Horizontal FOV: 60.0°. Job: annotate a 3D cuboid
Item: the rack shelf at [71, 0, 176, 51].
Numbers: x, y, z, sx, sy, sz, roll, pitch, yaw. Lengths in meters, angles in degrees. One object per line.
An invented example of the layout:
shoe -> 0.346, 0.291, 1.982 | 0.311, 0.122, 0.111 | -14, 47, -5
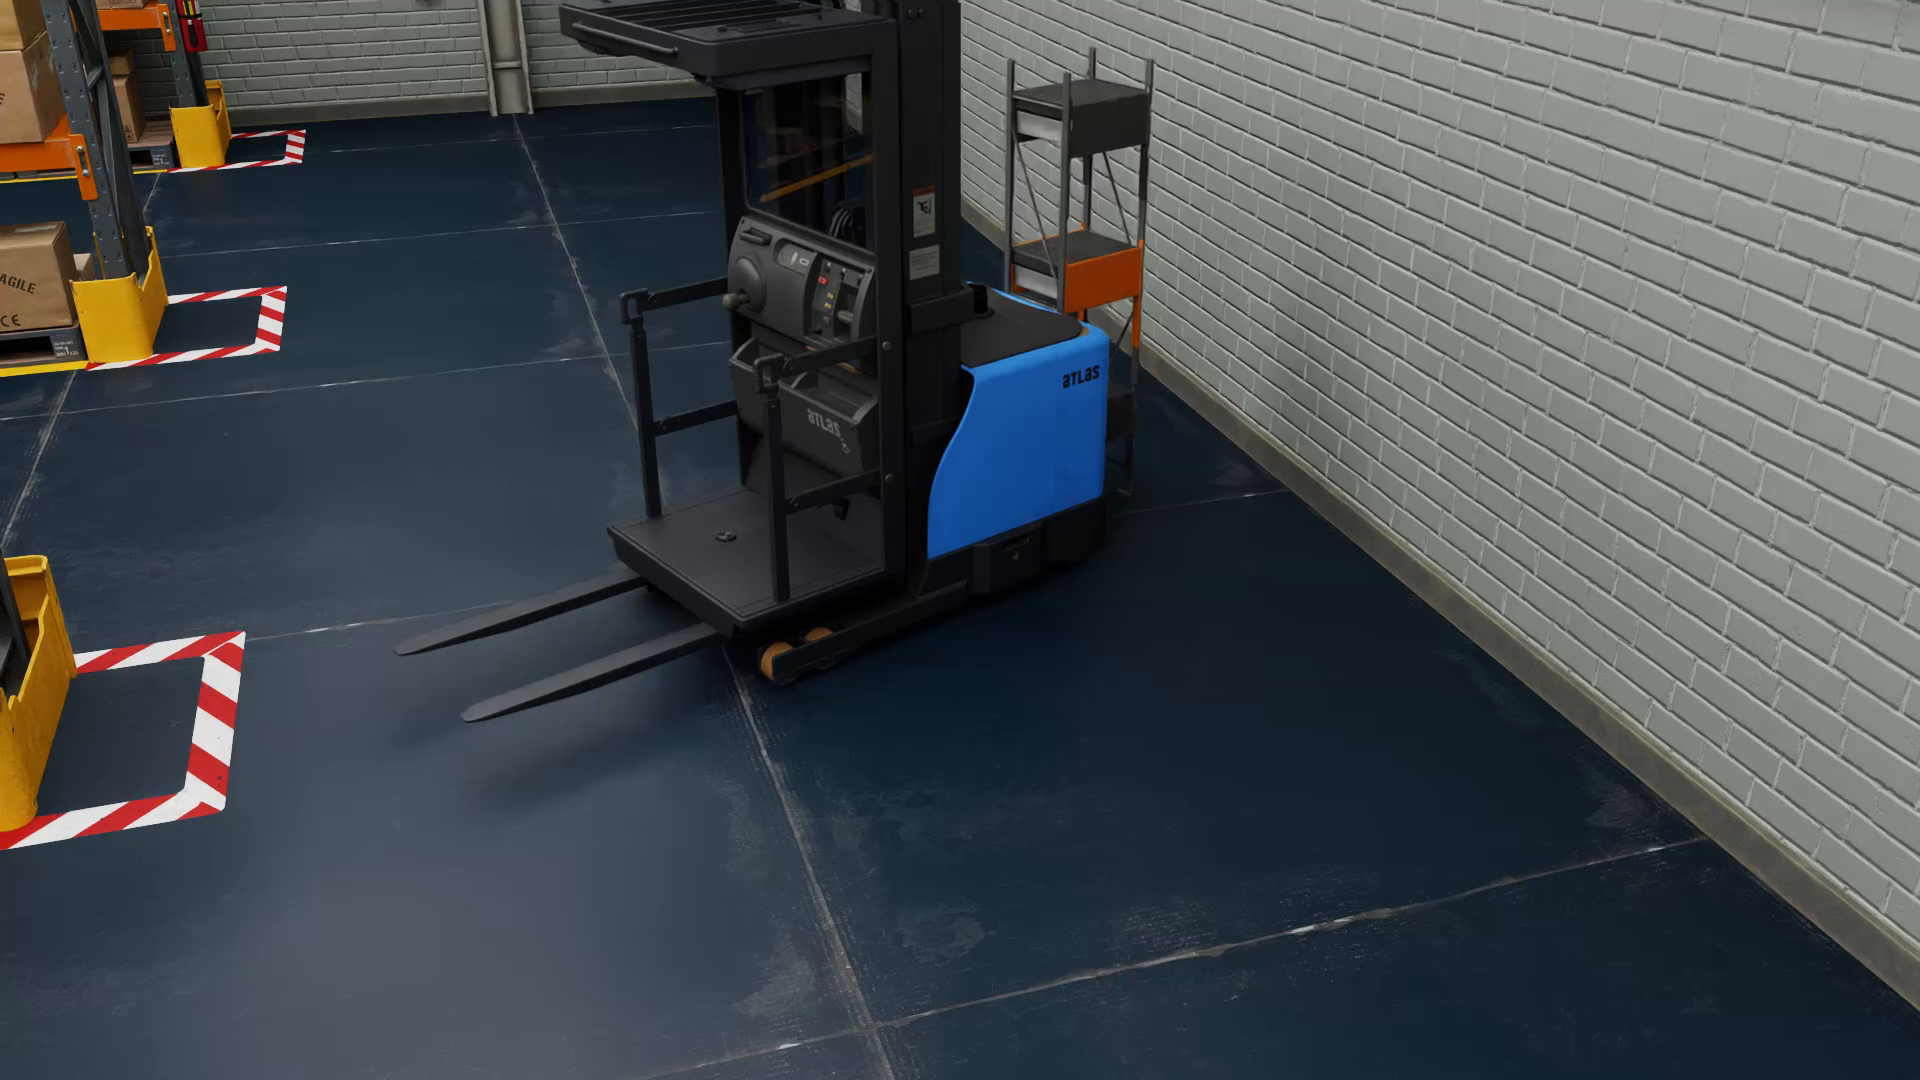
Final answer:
rack shelf -> -8.542, -4.156, 13.558 | 4.000, 0.370, 1.077 | -8, 28, -16

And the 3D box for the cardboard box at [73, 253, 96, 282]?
cardboard box -> -5.607, -1.668, 10.447 | 0.250, 0.149, 0.380 | -8, 28, -16

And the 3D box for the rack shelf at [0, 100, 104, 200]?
rack shelf -> -7.004, -2.062, 9.340 | 4.000, 0.370, 1.077 | -8, 28, -16

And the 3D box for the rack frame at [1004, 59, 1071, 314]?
rack frame -> 0.336, -1.087, 7.578 | 0.015, 2.100, 0.400 | -20, 33, -34

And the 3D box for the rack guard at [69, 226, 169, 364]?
rack guard -> -5.175, -1.530, 10.269 | 0.348, 0.500, 1.175 | -8, 28, -16

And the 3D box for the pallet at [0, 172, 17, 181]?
pallet -> -8.534, -3.195, 13.949 | 1.213, 0.211, 1.003 | -8, 28, -16

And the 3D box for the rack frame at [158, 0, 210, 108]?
rack frame -> -6.640, -4.754, 13.952 | 0.127, 3.000, 1.000 | -8, 28, -16

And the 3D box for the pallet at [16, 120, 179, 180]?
pallet -> -7.376, -3.362, 14.284 | 1.213, 0.211, 1.003 | -8, 28, -16

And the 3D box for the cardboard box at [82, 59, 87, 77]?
cardboard box -> -7.340, -3.879, 13.800 | 0.250, 0.149, 0.380 | -9, 28, -17

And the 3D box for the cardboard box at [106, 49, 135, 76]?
cardboard box -> -7.218, -4.076, 14.196 | 0.250, 0.149, 0.380 | -8, 28, -16

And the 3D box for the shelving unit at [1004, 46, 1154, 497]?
shelving unit -> 0.526, -1.155, 7.716 | 0.503, 2.100, 0.431 | -20, 33, -34

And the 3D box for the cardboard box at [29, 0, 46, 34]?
cardboard box -> -5.606, -3.203, 9.591 | 0.500, 0.500, 0.500 | -7, 27, -15

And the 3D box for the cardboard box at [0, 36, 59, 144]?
cardboard box -> -5.444, -2.528, 9.356 | 0.500, 0.500, 0.500 | -7, 27, -15

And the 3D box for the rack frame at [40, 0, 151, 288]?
rack frame -> -5.103, -2.660, 9.734 | 0.127, 3.000, 1.000 | -8, 28, -16

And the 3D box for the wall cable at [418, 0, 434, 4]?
wall cable -> -5.716, -5.785, 14.887 | 1.851, 1.984, 0.084 | -8, 28, -16

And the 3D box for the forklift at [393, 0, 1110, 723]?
forklift -> -0.801, -1.003, 6.473 | 3.031, 2.935, 1.130 | -20, 33, -34

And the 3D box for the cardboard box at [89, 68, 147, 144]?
cardboard box -> -7.275, -3.684, 14.135 | 0.500, 0.500, 0.700 | -8, 28, -16

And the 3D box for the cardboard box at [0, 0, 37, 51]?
cardboard box -> -5.441, -2.975, 9.132 | 0.500, 0.500, 0.500 | -8, 28, -17

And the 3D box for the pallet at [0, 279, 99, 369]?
pallet -> -5.933, -1.290, 10.112 | 1.213, 0.211, 1.003 | -8, 28, -16

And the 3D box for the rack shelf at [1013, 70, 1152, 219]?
rack shelf -> 0.526, -1.770, 7.411 | 0.480, 0.518, 0.431 | -20, 33, -34

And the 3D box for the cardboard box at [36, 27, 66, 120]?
cardboard box -> -5.606, -2.755, 9.814 | 0.500, 0.500, 0.500 | -8, 27, -15

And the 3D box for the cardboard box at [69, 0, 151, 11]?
cardboard box -> -7.122, -4.814, 13.736 | 0.700, 0.700, 0.980 | -7, 27, -14

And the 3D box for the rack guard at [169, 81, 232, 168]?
rack guard -> -6.617, -3.638, 14.515 | 0.348, 0.500, 1.175 | -8, 28, -16

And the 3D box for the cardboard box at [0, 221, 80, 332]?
cardboard box -> -5.543, -1.558, 9.832 | 0.500, 0.500, 0.500 | -8, 28, -16

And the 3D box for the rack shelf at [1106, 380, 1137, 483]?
rack shelf -> 0.525, -0.516, 8.033 | 0.480, 0.518, 0.431 | -20, 33, -34

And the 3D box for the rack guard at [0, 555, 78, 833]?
rack guard -> -3.553, 0.546, 6.088 | 0.348, 0.500, 1.175 | -8, 28, -16

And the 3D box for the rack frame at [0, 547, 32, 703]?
rack frame -> -3.572, -0.565, 5.515 | 0.127, 3.000, 1.000 | -8, 28, -16

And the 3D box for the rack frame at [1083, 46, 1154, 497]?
rack frame -> 0.715, -1.224, 7.854 | 0.015, 2.100, 0.400 | -20, 33, -34

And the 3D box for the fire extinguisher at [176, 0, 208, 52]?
fire extinguisher -> -6.354, -4.378, 13.701 | 0.183, 0.674, 0.296 | -8, 28, -16

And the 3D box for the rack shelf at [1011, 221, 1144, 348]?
rack shelf -> 0.526, -1.143, 7.722 | 0.480, 0.518, 0.431 | -20, 33, -34

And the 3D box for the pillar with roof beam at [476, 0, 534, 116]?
pillar with roof beam -> -3.008, -6.358, 10.437 | 0.400, 9.000, 9.100 | -8, 28, -16
